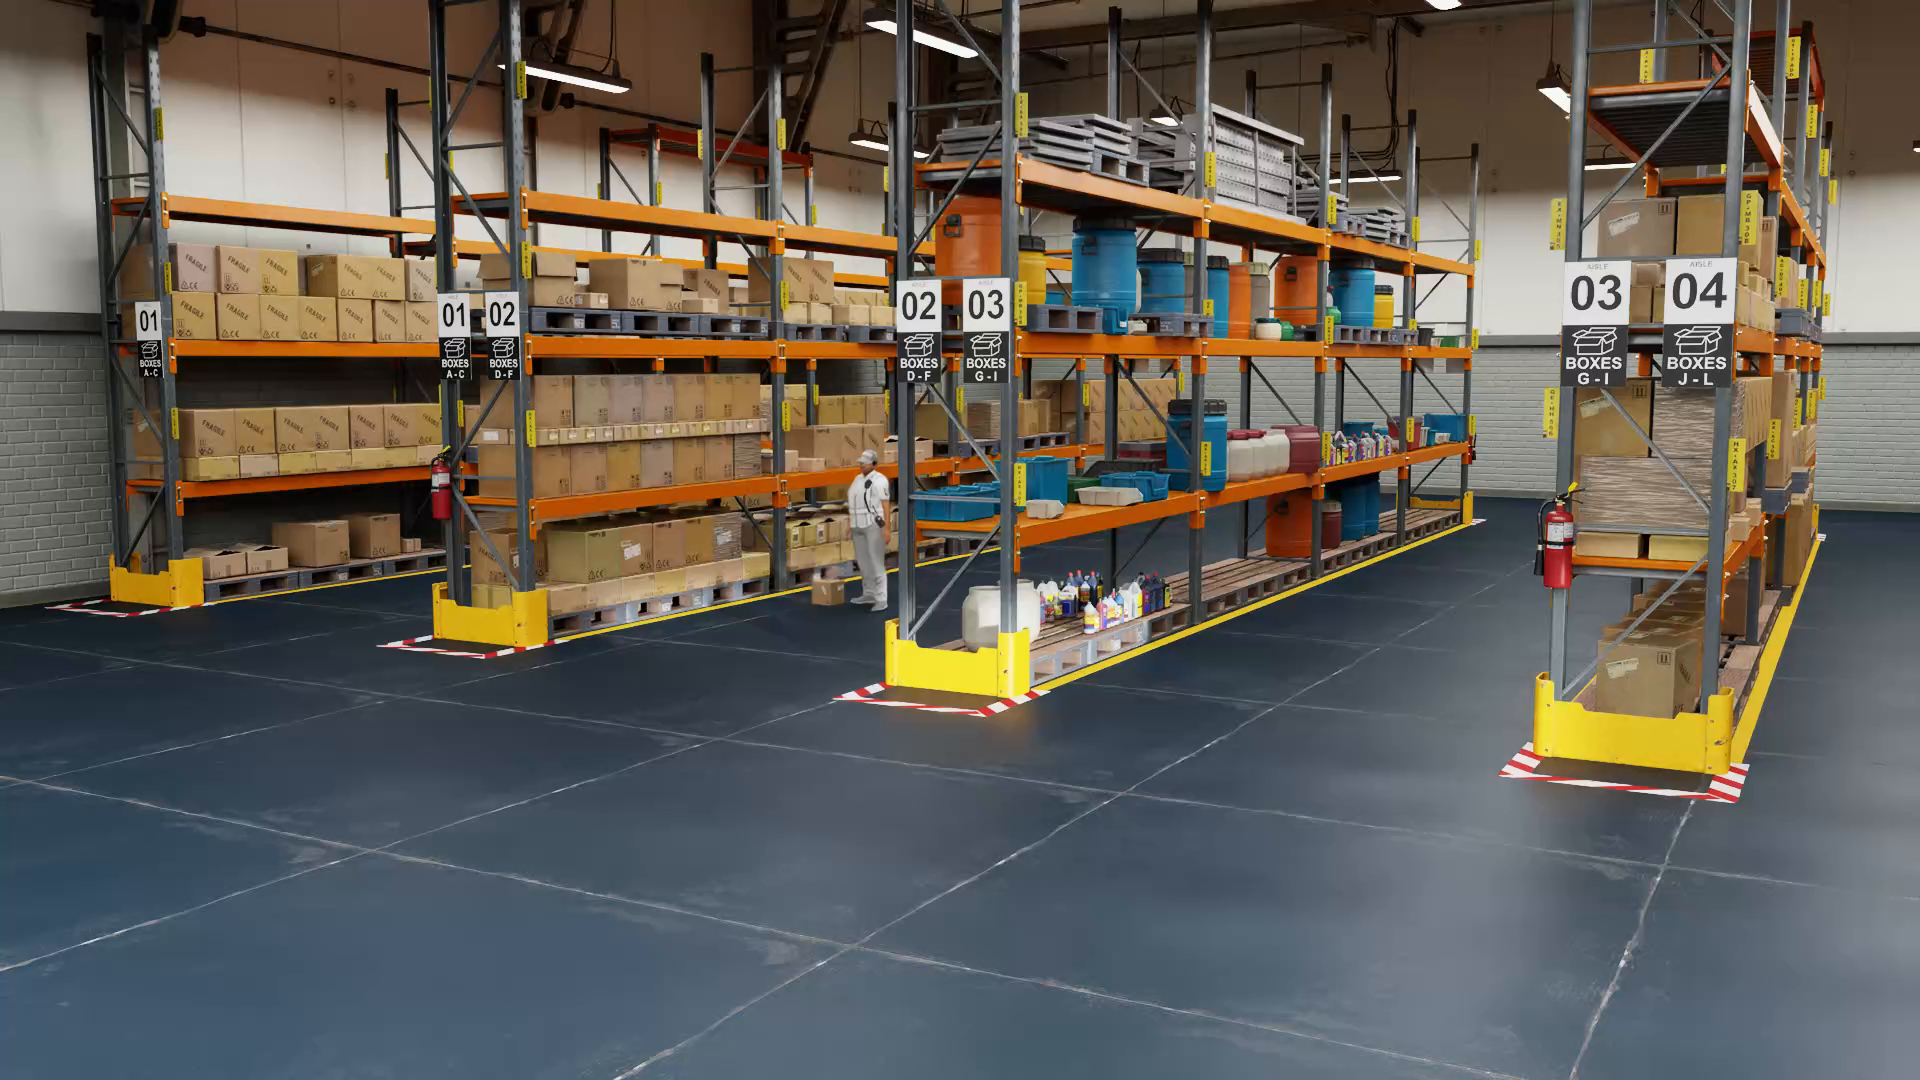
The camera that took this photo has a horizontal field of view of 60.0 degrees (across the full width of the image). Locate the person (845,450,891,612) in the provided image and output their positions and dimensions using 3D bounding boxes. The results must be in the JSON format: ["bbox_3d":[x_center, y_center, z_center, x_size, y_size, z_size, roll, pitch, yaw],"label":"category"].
[{"bbox_3d":[-0.961,-0.115,17.378,0.438,1.669,0.658,-6,8,-43],"label":"person"}]
